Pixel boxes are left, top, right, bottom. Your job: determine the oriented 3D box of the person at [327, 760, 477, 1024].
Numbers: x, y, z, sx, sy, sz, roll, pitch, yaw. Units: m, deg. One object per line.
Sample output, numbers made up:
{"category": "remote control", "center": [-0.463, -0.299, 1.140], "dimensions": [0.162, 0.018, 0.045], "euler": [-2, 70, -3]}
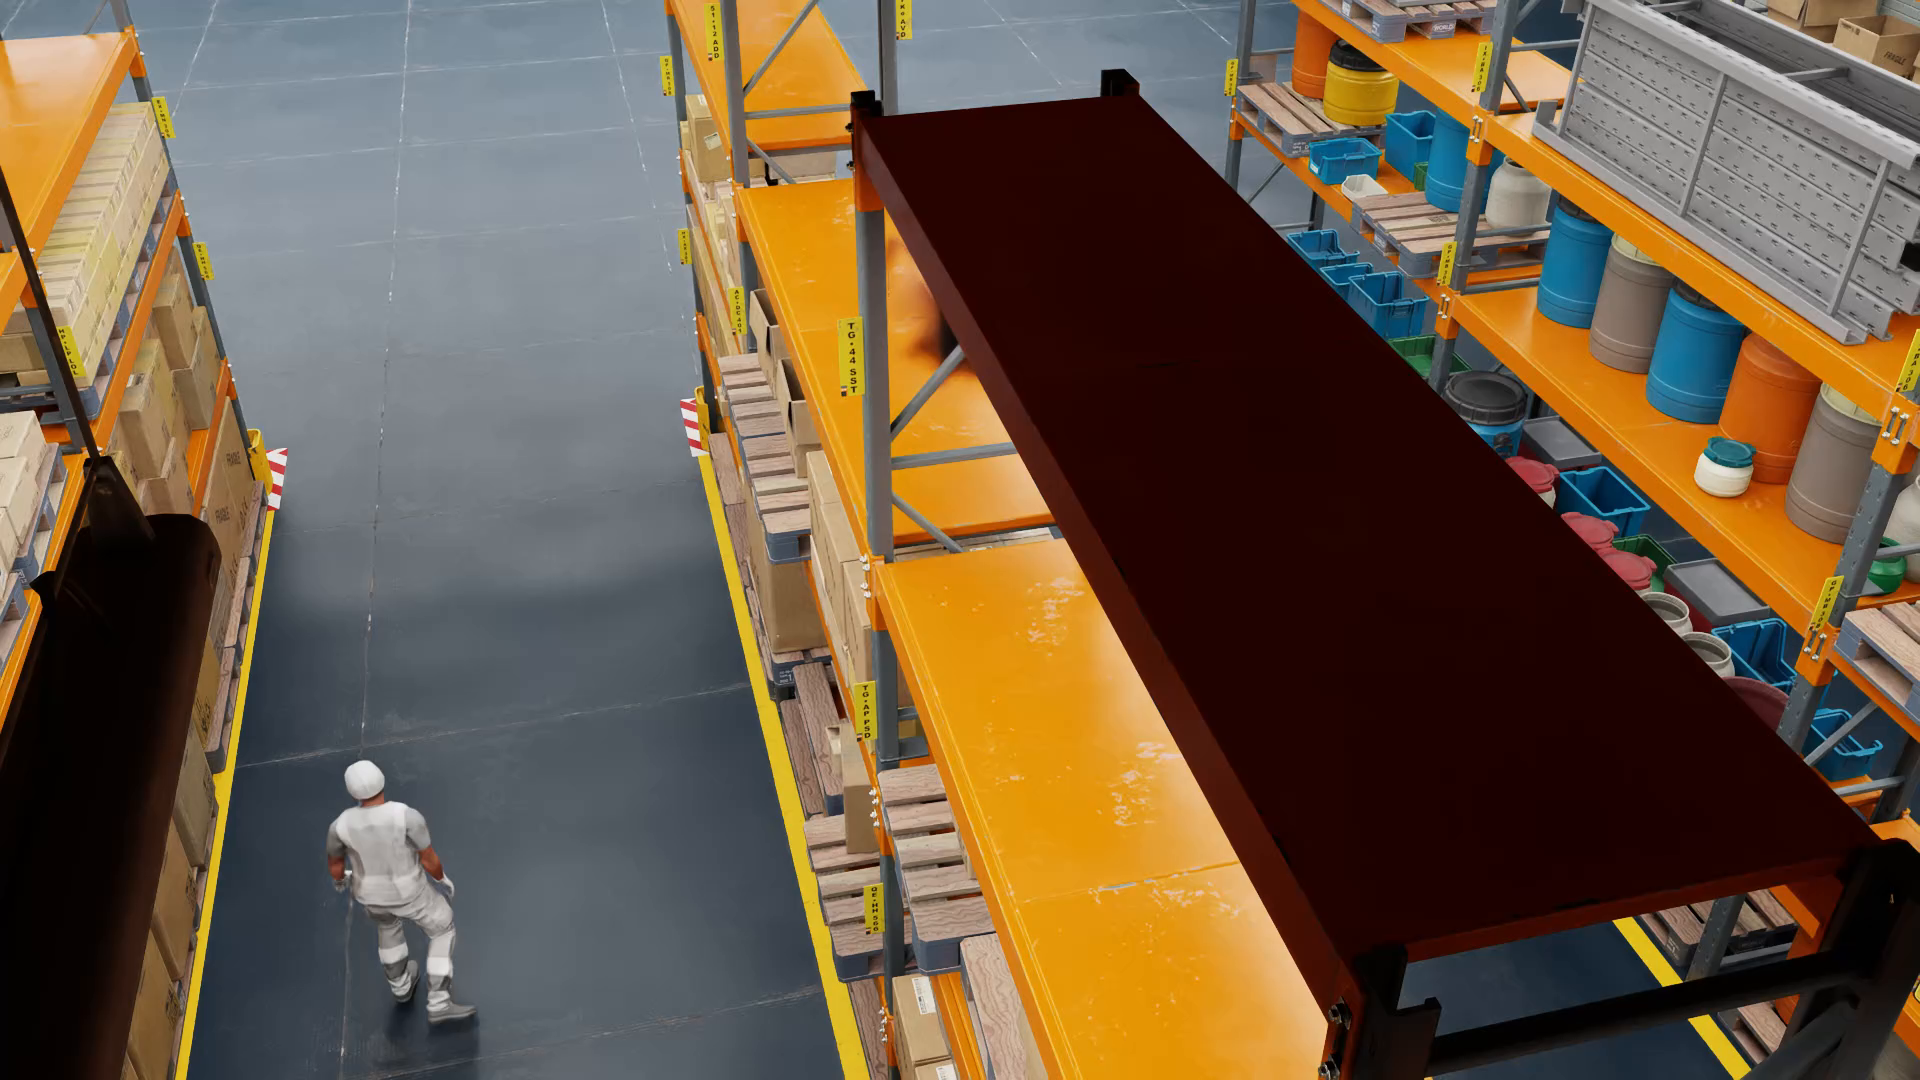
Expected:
{"category": "person", "center": [-3.272, 2.056, 9.571], "dimensions": [0.812, 1.709, 0.654], "euler": [-1, 34, -1]}
